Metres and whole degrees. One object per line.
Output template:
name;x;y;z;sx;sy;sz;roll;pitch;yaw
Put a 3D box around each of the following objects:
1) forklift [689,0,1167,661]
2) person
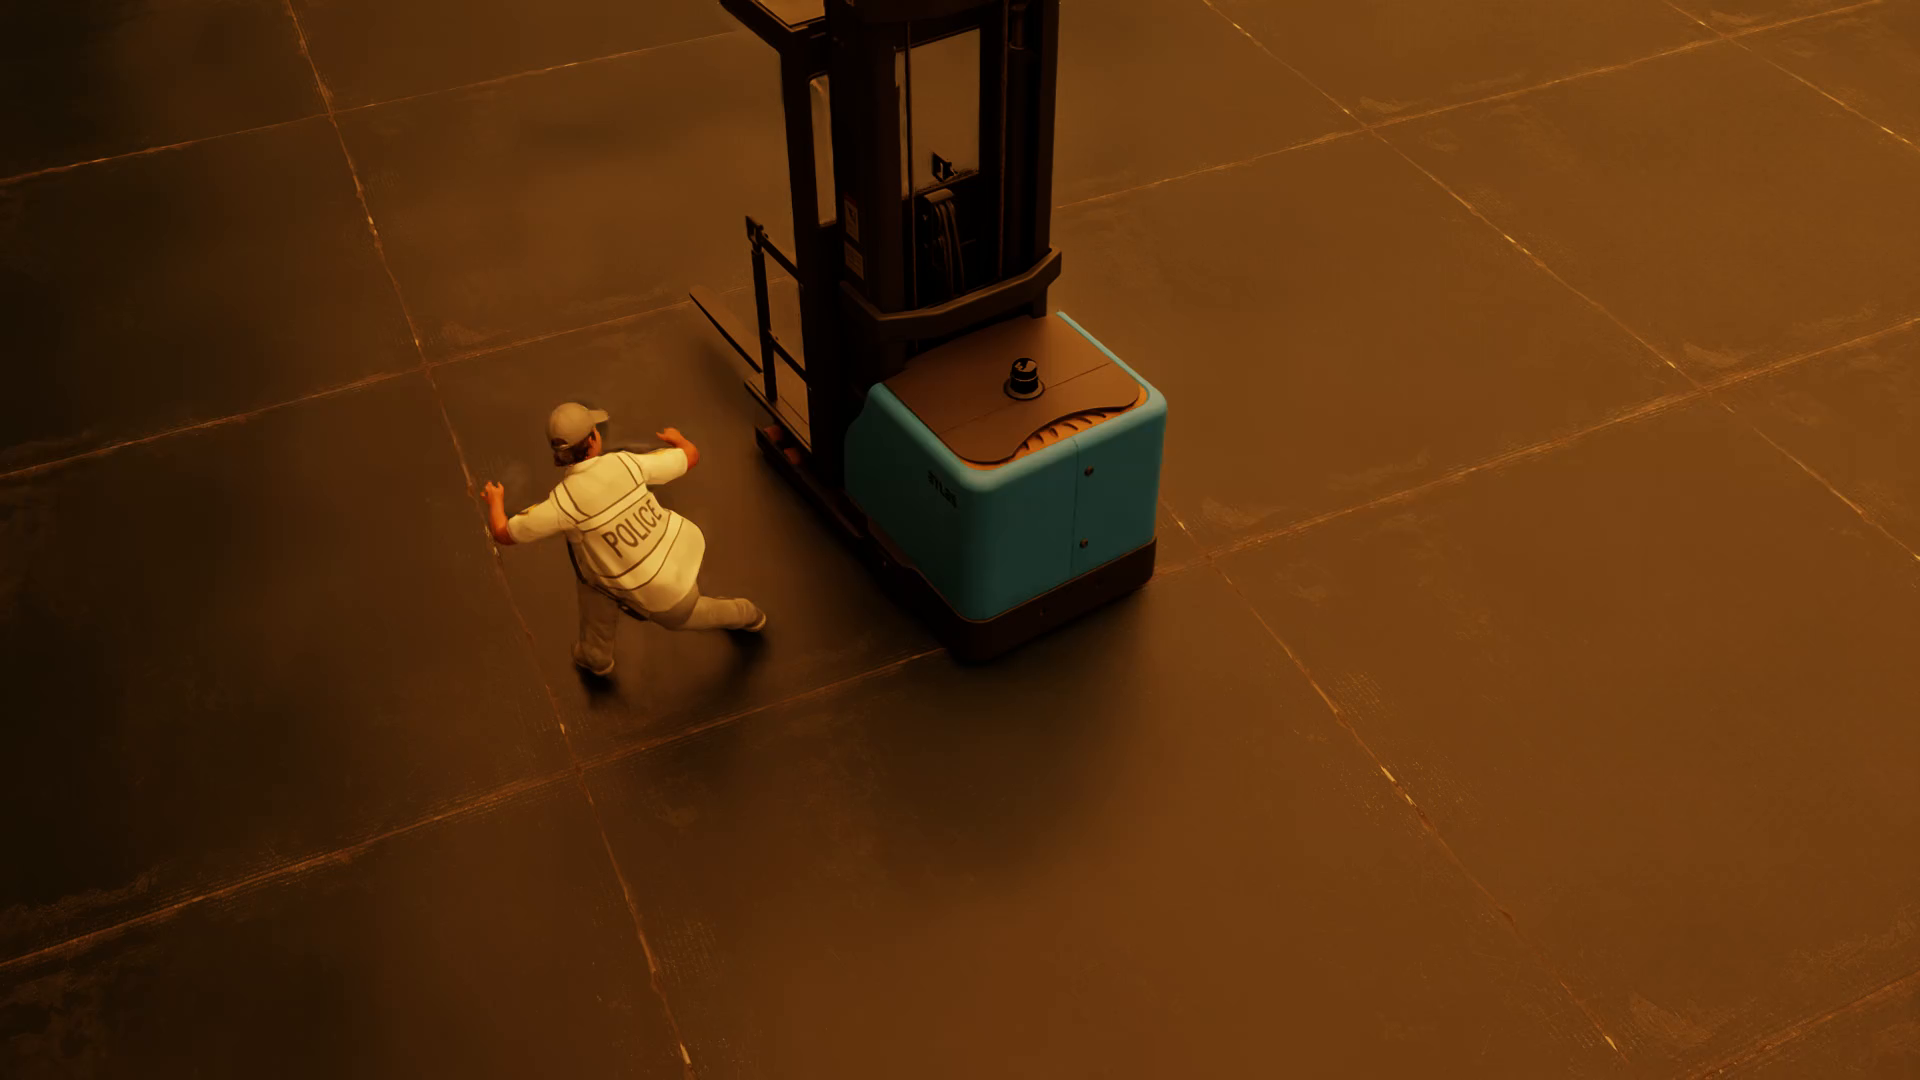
forklift;-0.350;-1.527;7.317;1.130;2.935;3.031;-24;48;-24
person;-1.404;-0.028;6.816;0.980;1.442;0.899;14;45;14
